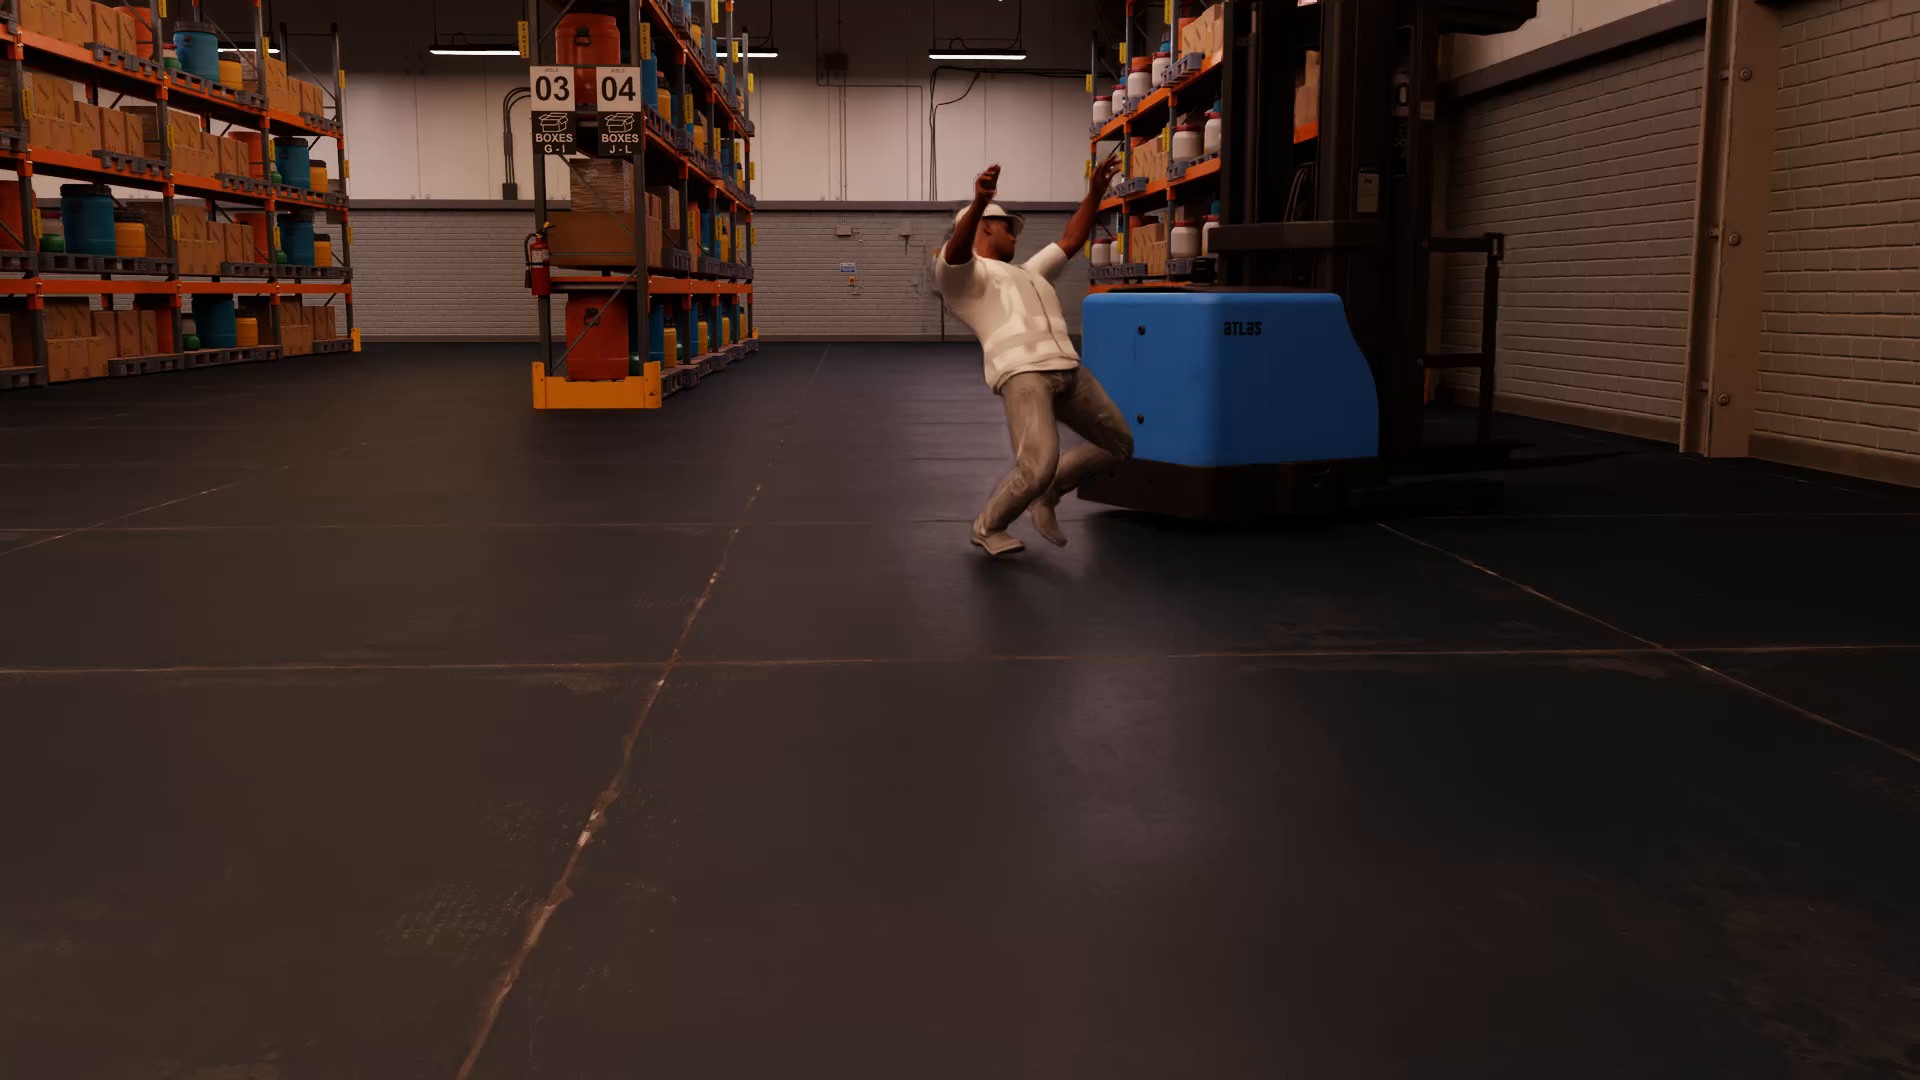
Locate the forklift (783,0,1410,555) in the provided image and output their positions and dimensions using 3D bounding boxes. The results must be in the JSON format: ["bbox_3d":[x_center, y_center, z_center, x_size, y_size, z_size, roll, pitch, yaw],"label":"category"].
[{"bbox_3d":[0.747,-1.521,7.575,3.031,2.935,1.130,-5,10,-29],"label":"forklift"}]

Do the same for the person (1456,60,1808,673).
[{"bbox_3d":[1.939,-0.521,4.915,0.759,1.745,1.009,8,12,43],"label":"person"}]
